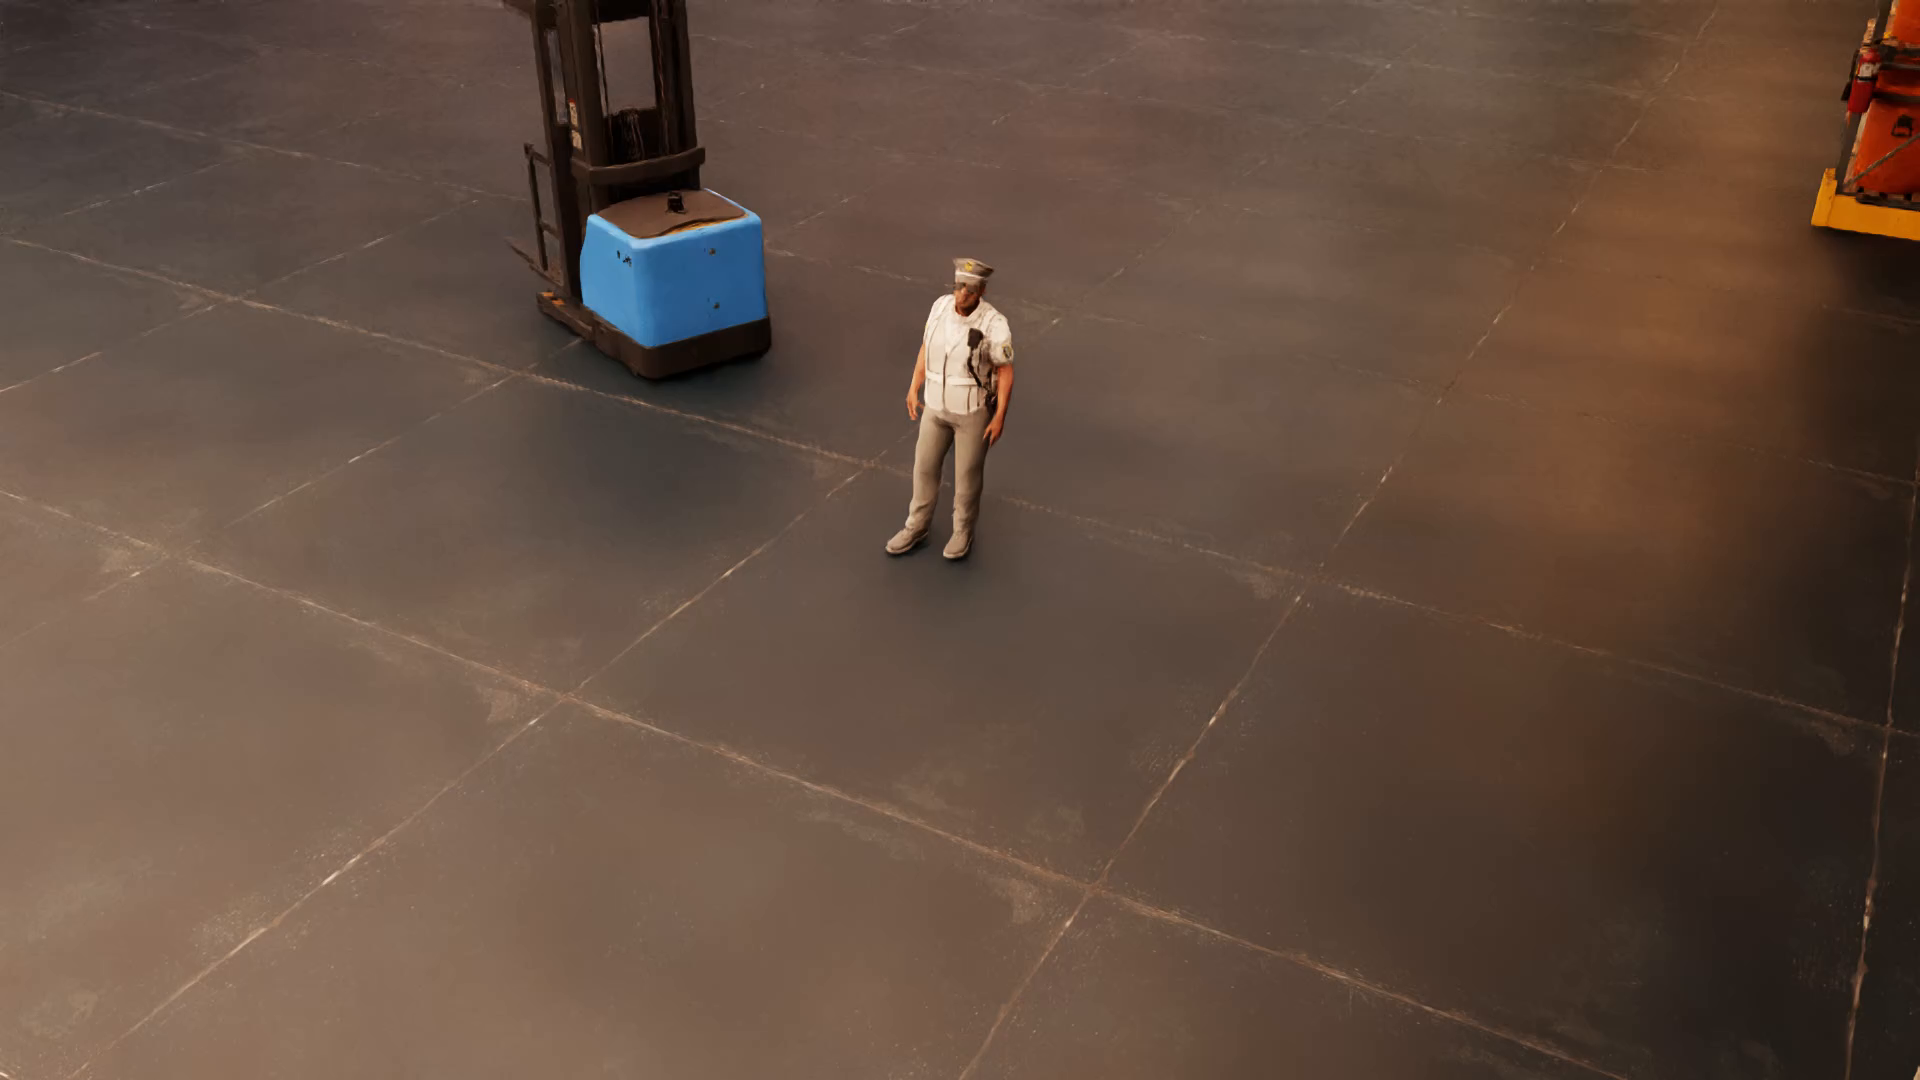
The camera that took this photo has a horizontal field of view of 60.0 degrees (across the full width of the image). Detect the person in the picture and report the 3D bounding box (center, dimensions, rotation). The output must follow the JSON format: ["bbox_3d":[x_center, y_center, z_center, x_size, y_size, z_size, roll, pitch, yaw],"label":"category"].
[{"bbox_3d":[-0.048,-0.748,9.499,0.640,1.781,0.574,15,33,25],"label":"person"}]

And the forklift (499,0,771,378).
[{"bbox_3d":[-2.677,-3.108,12.456,1.130,2.935,3.031,-20,36,-31],"label":"forklift"}]
